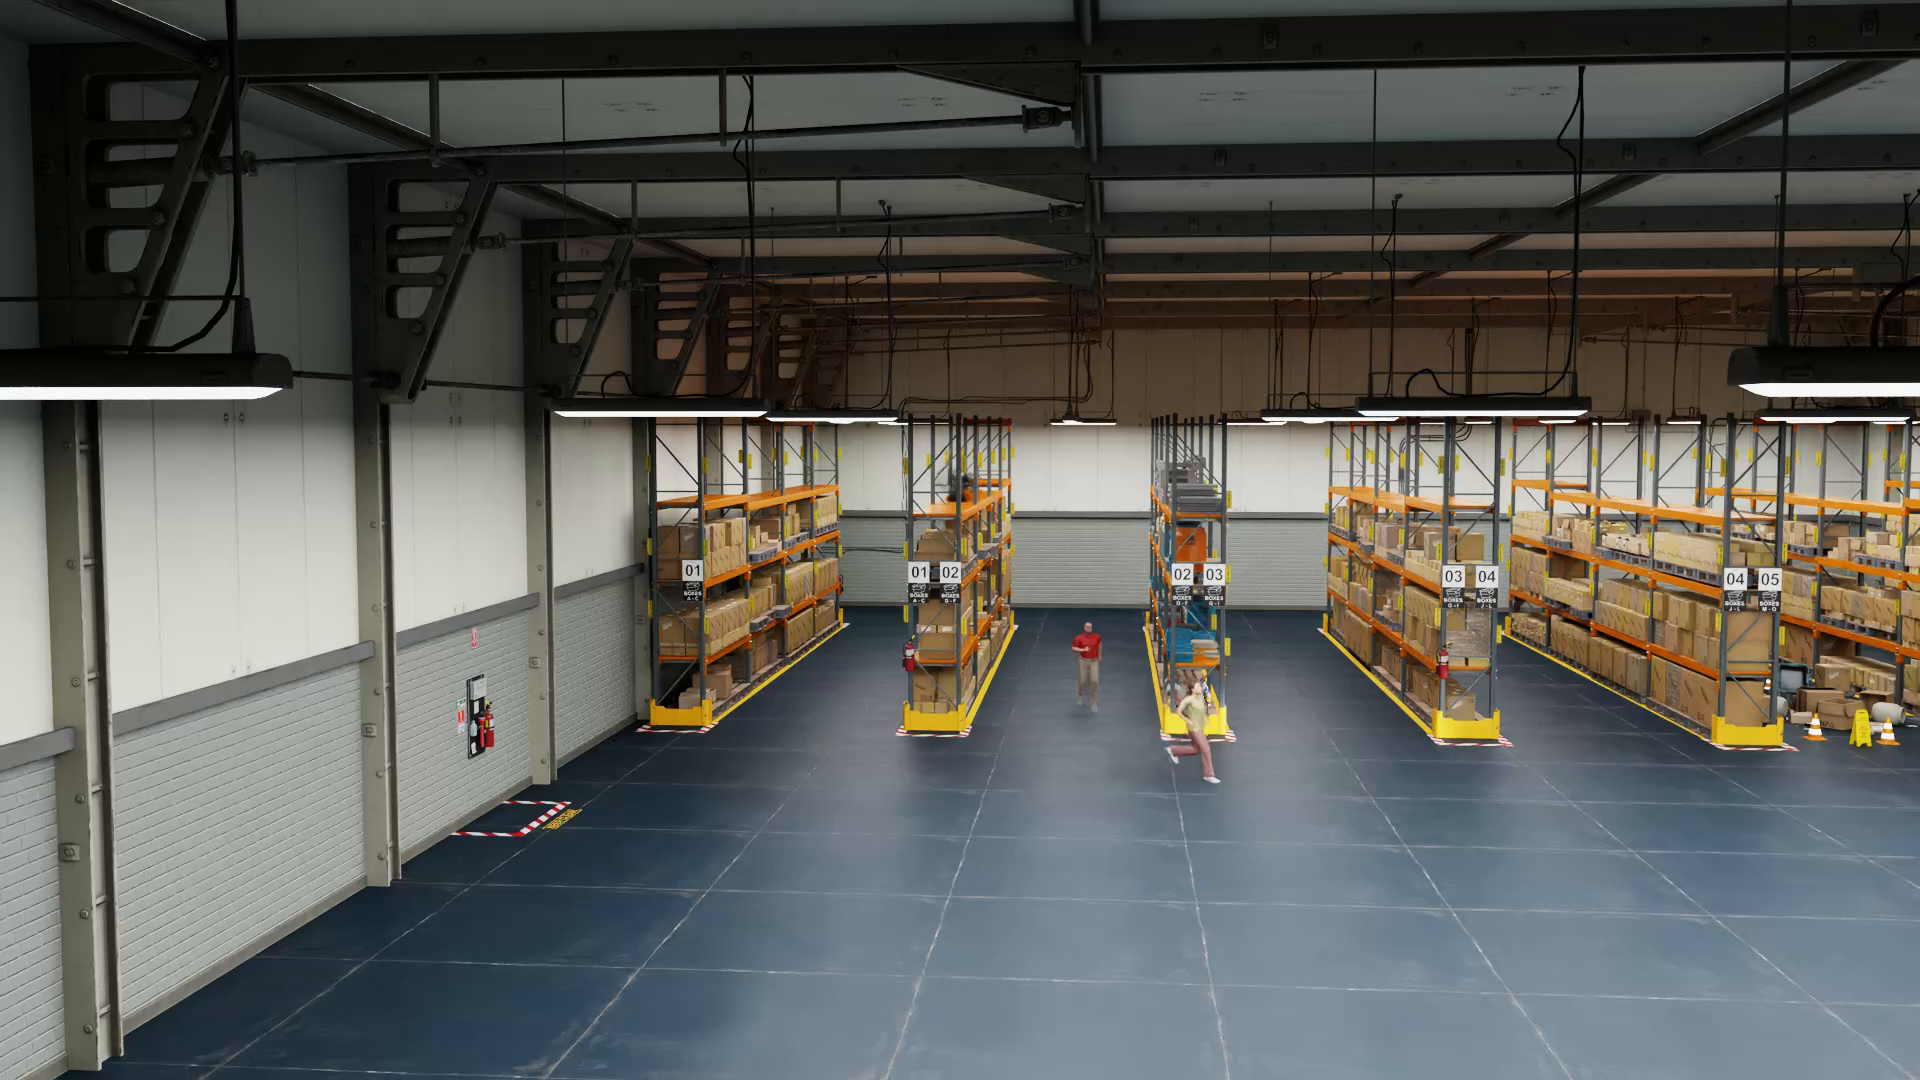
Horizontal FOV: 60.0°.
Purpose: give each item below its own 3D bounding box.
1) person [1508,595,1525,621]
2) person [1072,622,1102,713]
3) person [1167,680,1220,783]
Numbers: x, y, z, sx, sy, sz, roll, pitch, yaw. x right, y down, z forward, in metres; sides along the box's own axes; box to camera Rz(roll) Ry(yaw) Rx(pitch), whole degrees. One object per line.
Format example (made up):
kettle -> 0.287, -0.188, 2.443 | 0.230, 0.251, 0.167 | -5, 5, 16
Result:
person -> 15.889, 1.715, 47.265 | 0.722, 1.697, 0.707 | 2, 4, 30
person -> 2.581, 2.547, 33.753 | 0.664, 1.793, 0.847 | 0, 4, -6
person -> 3.806, 3.109, 27.105 | 0.996, 1.633, 0.560 | 3, 5, 34
